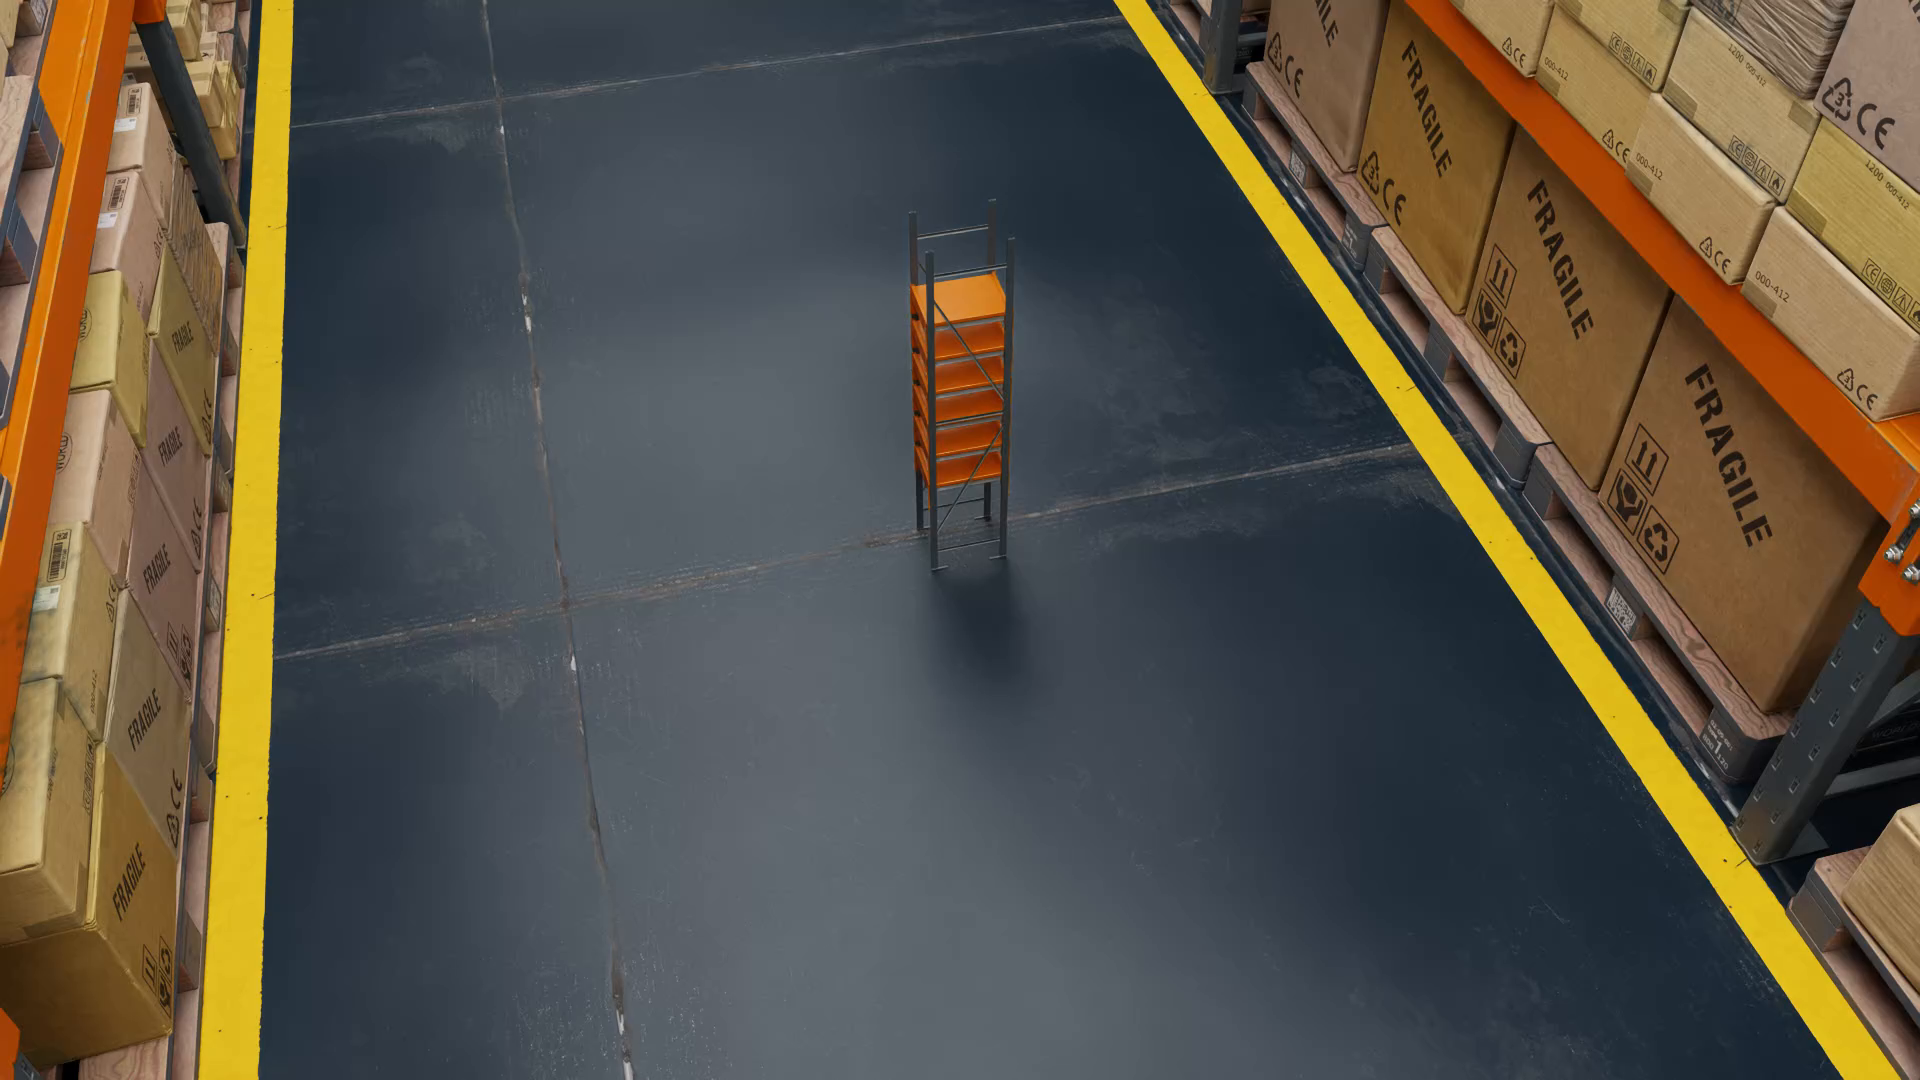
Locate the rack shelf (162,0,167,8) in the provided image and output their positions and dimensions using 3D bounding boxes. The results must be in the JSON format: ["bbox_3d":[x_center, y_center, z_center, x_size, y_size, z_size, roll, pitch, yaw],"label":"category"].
[{"bbox_3d":[-3.727,-3.231,6.820,1.077,0.370,4.000,-11,47,-10],"label":"rack shelf"}]

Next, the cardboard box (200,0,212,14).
[{"bbox_3d":[-3.396,-2.253,7.060,0.380,0.149,0.250,-13,47,-12],"label":"cardboard box"}]

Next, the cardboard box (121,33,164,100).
[{"bbox_3d":[-3.103,-1.735,6.136,0.380,0.149,0.250,-9,46,-9],"label":"cardboard box"}]

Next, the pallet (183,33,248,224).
[{"bbox_3d":[-3.421,-1.583,6.654,1.003,0.211,1.213,-11,47,-10],"label":"pallet"}]

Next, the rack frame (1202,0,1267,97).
[{"bbox_3d":[1.544,-3.077,6.165,1.000,3.000,0.127,-11,47,-10],"label":"rack frame"}]

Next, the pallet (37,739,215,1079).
[{"bbox_3d":[-2.390,1.096,4.028,1.003,0.211,1.213,-11,47,-10],"label":"pallet"}]

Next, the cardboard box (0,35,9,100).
[{"bbox_3d":[-2.653,-1.207,4.215,0.380,0.149,0.250,-13,47,-12],"label":"cardboard box"}]

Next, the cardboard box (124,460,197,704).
[{"bbox_3d":[-2.394,0.152,4.457,0.500,0.500,0.500,-12,47,-11],"label":"cardboard box"}]

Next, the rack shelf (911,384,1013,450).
[{"bbox_3d":[0.004,-0.379,4.843,0.258,0.103,0.180,-11,47,-10],"label":"rack shelf"}]

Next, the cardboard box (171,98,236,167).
[{"bbox_3d":[-2.998,-1.561,6.382,0.380,0.149,0.250,-13,47,-12],"label":"cardboard box"}]

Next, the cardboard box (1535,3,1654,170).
[{"bbox_3d":[1.928,-1.265,4.494,0.500,0.250,0.500,-11,47,-11],"label":"cardboard box"}]

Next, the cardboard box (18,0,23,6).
[{"bbox_3d":[-2.793,-1.572,4.572,0.380,0.149,0.250,-11,47,-10],"label":"cardboard box"}]

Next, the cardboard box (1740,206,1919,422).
[{"bbox_3d":[2.188,-0.565,3.808,0.500,0.250,0.500,-12,47,-12],"label":"cardboard box"}]

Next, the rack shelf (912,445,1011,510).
[{"bbox_3d":[0.004,-0.211,5.015,0.258,0.103,0.180,-11,47,-10],"label":"rack shelf"}]

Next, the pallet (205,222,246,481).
[{"bbox_3d":[-3.014,-0.589,5.679,1.003,0.211,1.213,-11,47,-10],"label":"pallet"}]

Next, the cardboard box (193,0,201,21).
[{"bbox_3d":[-3.314,-2.171,6.771,0.380,0.149,0.250,-13,47,-12],"label":"cardboard box"}]

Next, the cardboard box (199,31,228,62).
[{"bbox_3d":[-3.180,-1.907,6.721,0.380,0.149,0.250,-11,47,-11],"label":"cardboard box"}]

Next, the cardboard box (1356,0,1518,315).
[{"bbox_3d":[2.019,-1.445,5.759,0.875,0.875,0.875,-9,46,-9],"label":"cardboard box"}]

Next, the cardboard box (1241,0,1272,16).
[{"bbox_3d":[1.487,-2.780,7.374,0.875,0.438,0.875,-11,47,-11],"label":"cardboard box"}]

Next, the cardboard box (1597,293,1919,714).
[{"bbox_3d":[2.471,-0.211,4.550,0.875,0.875,0.875,-11,47,-11],"label":"cardboard box"}]

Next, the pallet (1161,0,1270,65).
[{"bbox_3d":[1.425,-2.640,7.690,1.003,0.211,1.213,-11,47,-10],"label":"pallet"}]

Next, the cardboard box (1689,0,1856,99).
[{"bbox_3d":[2.044,-1.362,3.715,0.500,0.500,0.500,-10,46,-10],"label":"cardboard box"}]

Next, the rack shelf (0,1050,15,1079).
[{"bbox_3d":[-1.679,2.292,1.407,1.077,0.370,4.000,-11,47,-10],"label":"rack shelf"}]

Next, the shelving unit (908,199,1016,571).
[{"bbox_3d":[0.004,-0.410,4.812,0.258,1.200,0.189,-11,47,-10],"label":"shelving unit"}]

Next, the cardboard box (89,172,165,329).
[{"bbox_3d":[-2.661,-0.811,4.876,0.500,0.250,0.500,-9,46,-8],"label":"cardboard box"}]

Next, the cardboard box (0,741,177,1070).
[{"bbox_3d":[-2.126,0.852,3.771,0.500,0.500,0.500,-13,47,-12],"label":"cardboard box"}]

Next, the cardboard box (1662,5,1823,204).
[{"bbox_3d":[2.064,-1.079,3.962,0.500,0.250,0.500,-12,47,-11],"label":"cardboard box"}]

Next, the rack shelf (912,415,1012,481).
[{"bbox_3d":[0.004,-0.295,4.929,0.258,0.103,0.180,-11,47,-10],"label":"rack shelf"}]

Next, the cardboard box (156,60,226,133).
[{"bbox_3d":[-2.999,-1.664,6.275,0.380,0.149,0.250,-9,46,-8],"label":"cardboard box"}]

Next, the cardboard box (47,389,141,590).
[{"bbox_3d":[-2.378,-0.090,4.169,0.500,0.250,0.500,-10,46,-10],"label":"cardboard box"}]

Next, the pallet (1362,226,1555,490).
[{"bbox_3d":[2.130,-0.738,5.826,1.003,0.211,1.213,-11,47,-10],"label":"pallet"}]

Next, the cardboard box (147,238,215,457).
[{"bbox_3d":[-2.651,-0.555,5.150,0.500,0.500,0.500,-12,47,-11],"label":"cardboard box"}]

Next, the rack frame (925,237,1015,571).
[{"bbox_3d":[0.027,-0.347,4.750,0.240,1.200,0.006,-11,47,-10],"label":"rack frame"}]

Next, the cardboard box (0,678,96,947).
[{"bbox_3d":[-2.134,0.605,3.488,0.500,0.250,0.500,-13,47,-12],"label":"cardboard box"}]

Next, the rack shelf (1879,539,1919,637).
[{"bbox_3d":[3.080,1.317,2.363,1.077,0.370,4.000,-11,47,-10],"label":"rack shelf"}]

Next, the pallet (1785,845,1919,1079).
[{"bbox_3d":[2.767,1.200,3.926,1.003,0.211,1.213,-11,47,-10],"label":"pallet"}]

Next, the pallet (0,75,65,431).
[{"bbox_3d":[-2.738,-0.633,3.904,1.003,0.211,1.213,-11,47,-10],"label":"pallet"}]
